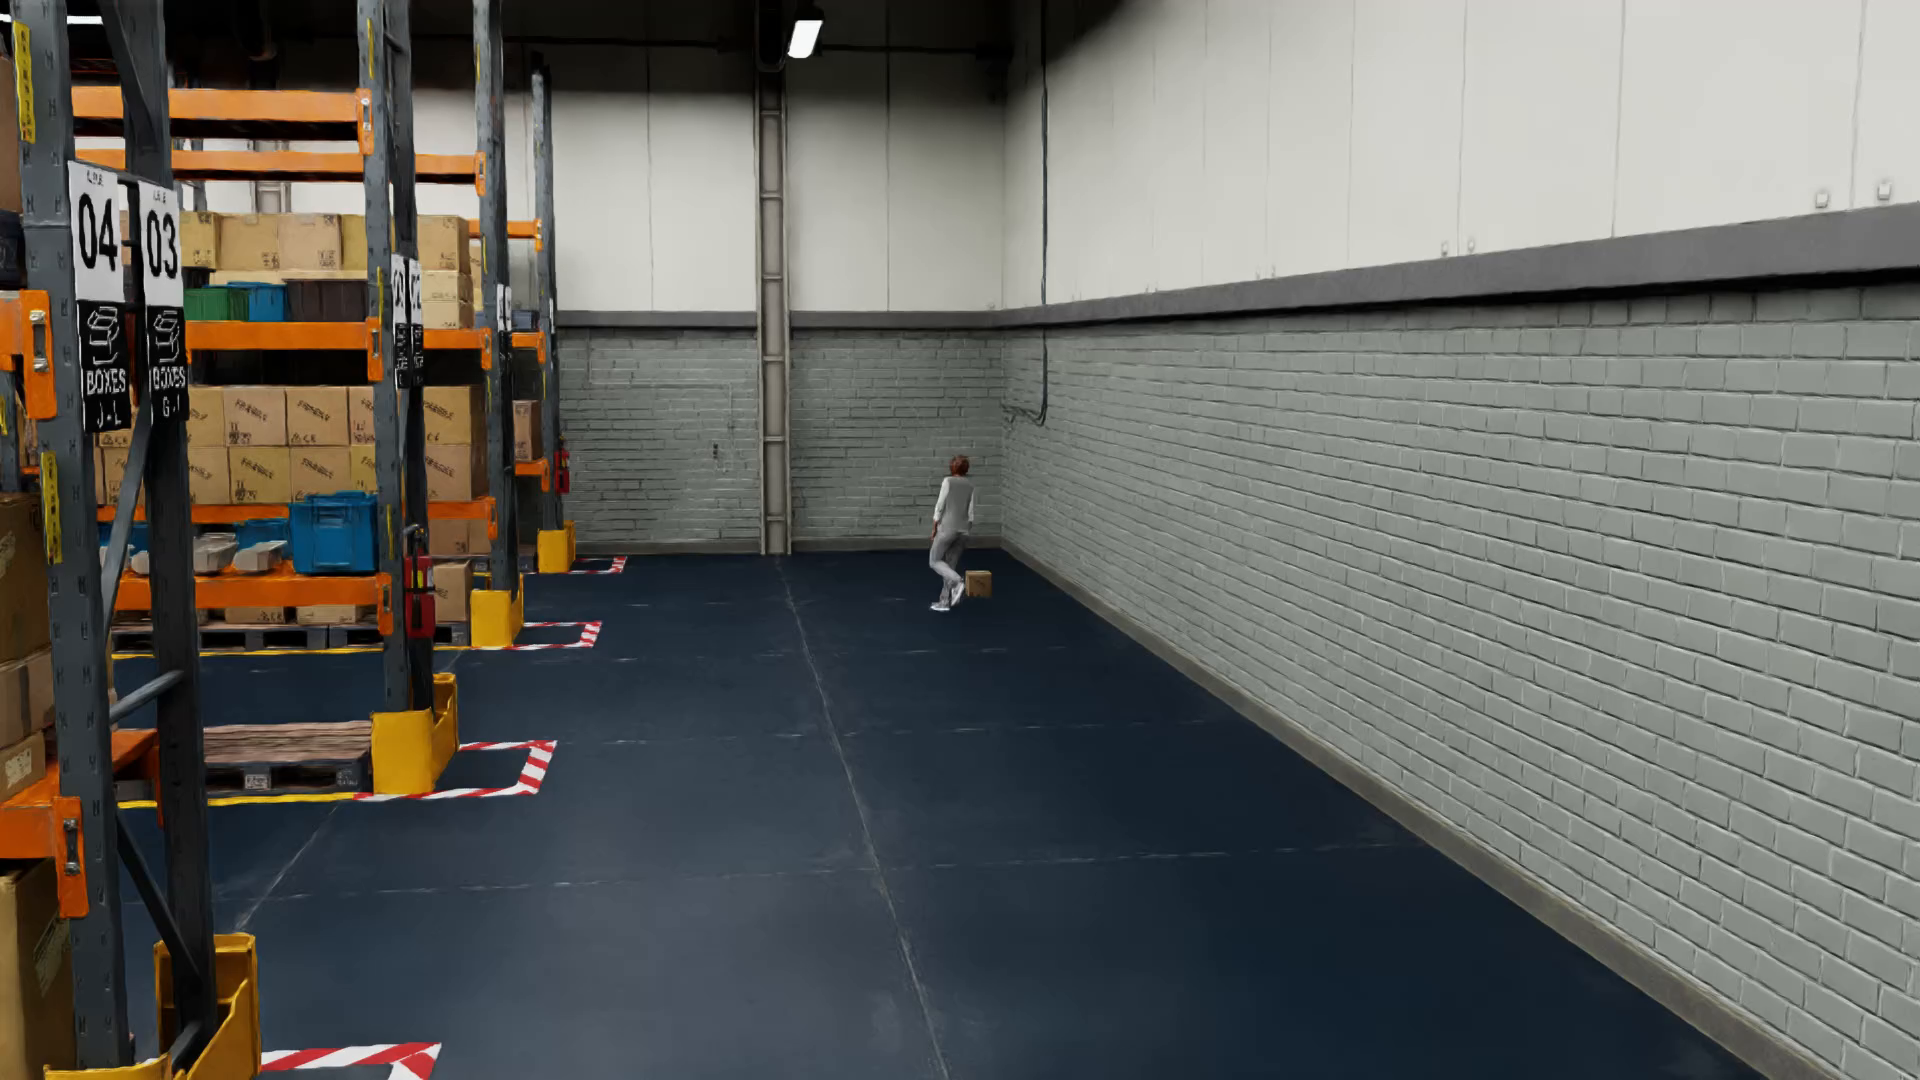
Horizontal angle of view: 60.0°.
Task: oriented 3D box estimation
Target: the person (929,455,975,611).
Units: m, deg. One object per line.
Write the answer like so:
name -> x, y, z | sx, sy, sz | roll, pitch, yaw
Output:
person -> -0.037, -0.059, 16.621 | 0.464, 1.563, 0.576 | -5, 8, -35
